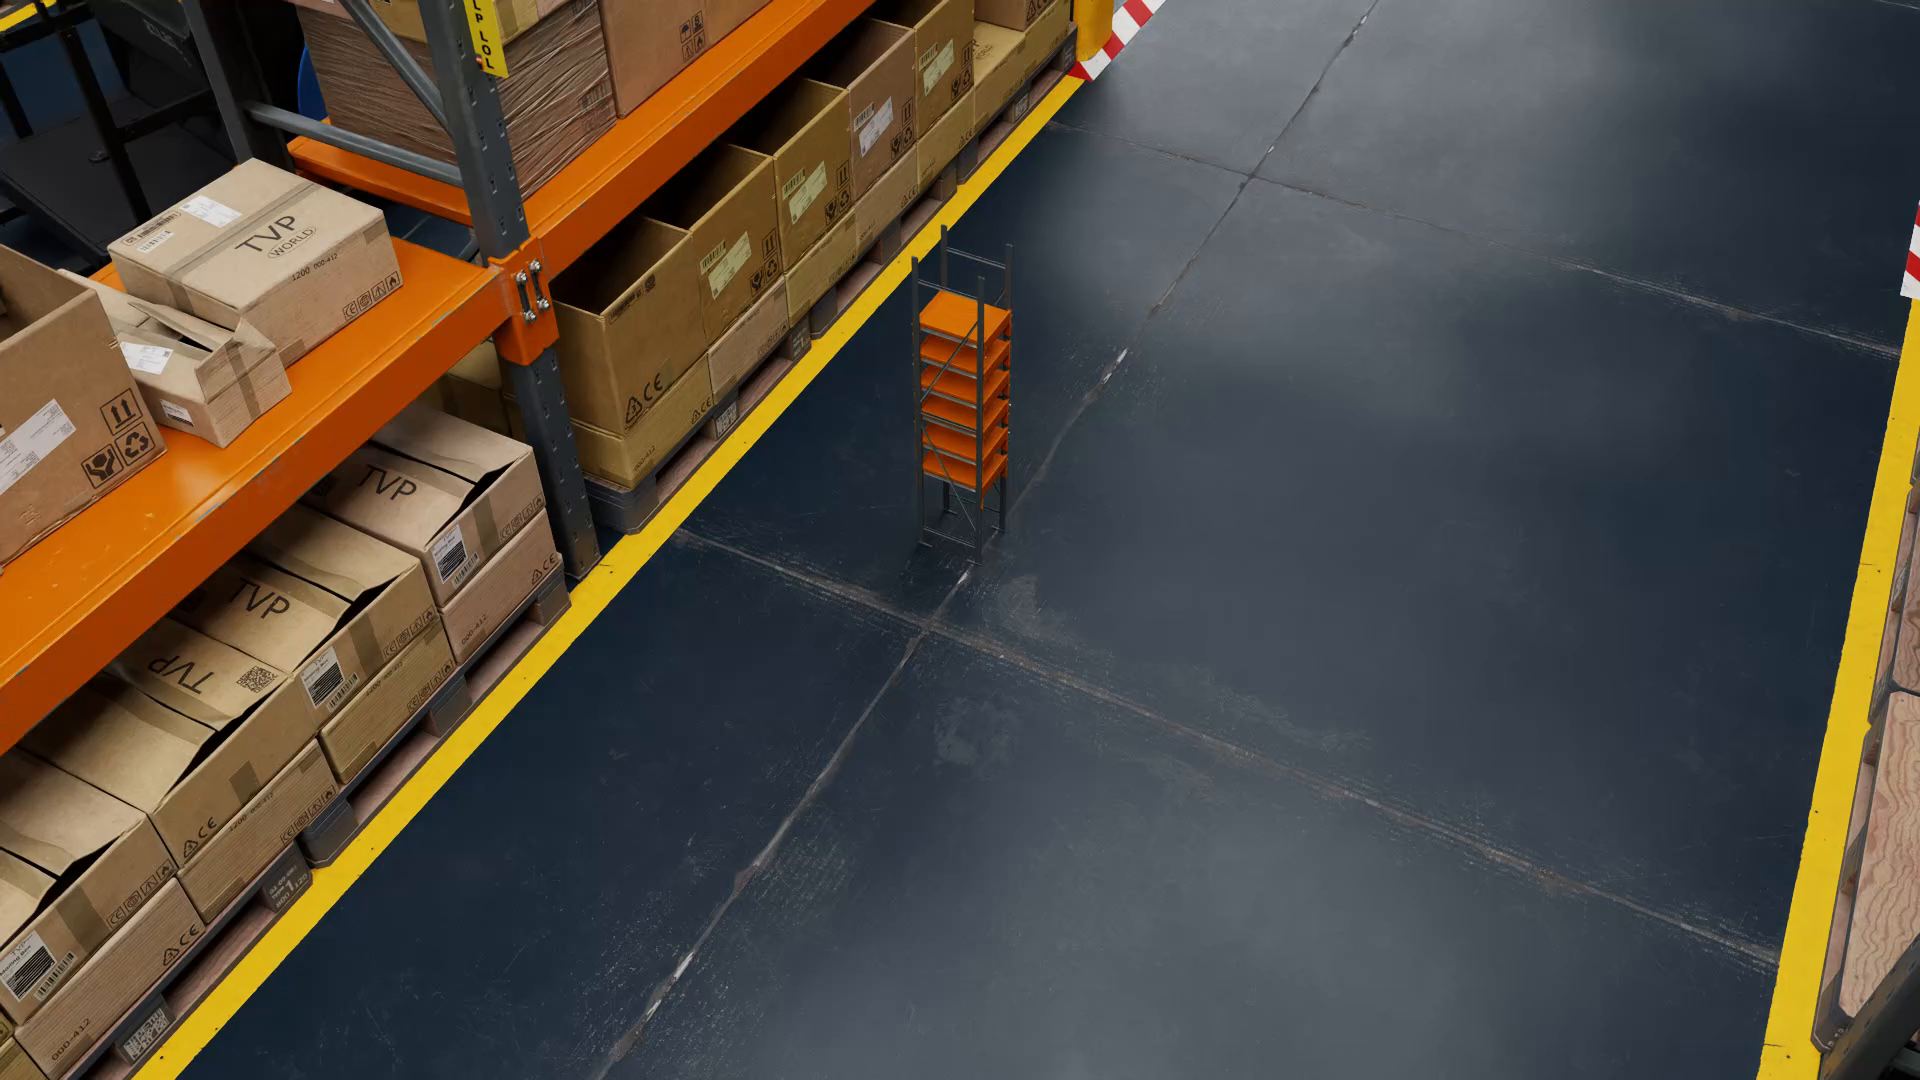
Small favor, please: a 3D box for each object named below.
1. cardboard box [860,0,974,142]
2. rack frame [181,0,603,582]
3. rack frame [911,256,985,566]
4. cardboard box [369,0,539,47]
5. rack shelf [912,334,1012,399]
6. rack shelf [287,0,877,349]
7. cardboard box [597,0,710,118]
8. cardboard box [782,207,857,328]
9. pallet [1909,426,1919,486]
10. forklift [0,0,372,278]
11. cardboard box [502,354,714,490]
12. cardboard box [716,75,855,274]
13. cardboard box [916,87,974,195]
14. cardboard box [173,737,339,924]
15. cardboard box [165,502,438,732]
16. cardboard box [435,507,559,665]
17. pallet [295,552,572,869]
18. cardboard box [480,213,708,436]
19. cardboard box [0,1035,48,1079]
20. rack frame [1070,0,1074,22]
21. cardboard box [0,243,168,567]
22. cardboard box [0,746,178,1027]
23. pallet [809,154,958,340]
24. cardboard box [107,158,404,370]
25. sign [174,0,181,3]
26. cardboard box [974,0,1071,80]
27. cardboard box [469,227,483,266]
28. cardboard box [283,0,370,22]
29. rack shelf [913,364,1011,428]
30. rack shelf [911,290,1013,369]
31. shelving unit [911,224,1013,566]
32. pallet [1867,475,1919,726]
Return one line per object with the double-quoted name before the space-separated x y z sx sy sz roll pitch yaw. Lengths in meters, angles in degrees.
"cardboard box" -0.274 -2.009 6.737 0.500 0.500 0.500 20 49 19
"rack frame" -1.694 -1.115 4.743 1.000 3.000 0.127 20 49 19
"rack frame" -0.036 -0.373 5.275 0.240 1.200 0.006 20 49 19
"cardboard box" -1.398 -1.484 4.581 0.380 0.149 0.250 20 49 19
"rack shelf" 0.007 -0.568 5.193 0.258 0.103 0.180 20 49 19
"rack shelf" -0.766 -2.122 6.245 1.077 0.370 4.000 20 49 19
"cardboard box" -1.255 -1.767 5.317 0.700 0.500 0.500 20 49 19
"cardboard box" -0.737 -1.115 6.381 0.500 0.250 0.500 20 49 19
"pallet" 4.108 -0.474 6.070 1.003 0.211 1.213 20 49 19
"forklift" -3.336 -2.362 6.024 1.130 2.935 3.031 33 54 28
"cardboard box" -1.210 -0.489 5.762 0.500 0.250 0.500 20 49 19
"cardboard box" -0.738 -1.379 6.115 0.500 0.500 0.500 20 49 19
"cardboard box" -0.277 -1.746 7.005 0.500 0.250 0.500 20 49 19
"cardboard box" -2.103 0.701 4.586 0.500 0.250 0.500 21 49 20
"cardboard box" -1.864 0.186 4.701 0.500 0.311 0.500 22 49 20
"cardboard box" -1.630 0.060 5.219 0.500 0.250 0.500 20 49 19
"pallet" -2.002 0.342 5.264 1.003 0.211 1.213 20 49 19
"cardboard box" -1.202 -0.749 5.492 0.500 0.500 0.500 20 49 19
"cardboard box" -2.579 1.344 3.951 0.500 0.250 0.500 19 48 18
"rack frame" 0.163 -3.635 7.234 1.000 3.000 0.127 20 49 19
"cardboard box" -2.310 -0.340 3.907 0.500 0.500 0.500 24 50 22
"cardboard box" -2.335 0.815 4.079 0.500 0.311 0.500 20 49 19
"pallet" -0.723 -1.394 6.979 1.003 0.211 1.213 20 49 19
"cardboard box" -1.884 -0.738 4.476 0.500 0.250 0.500 23 50 21
"sign" -2.187 -1.630 4.588 0.100 0.325 0.005 20 49 19
"cardboard box" 0.175 -2.381 7.632 0.500 0.250 0.500 20 49 19
"cardboard box" -1.430 -1.236 5.973 0.500 0.500 0.500 20 49 19
"cardboard box" -1.758 -1.621 4.716 0.380 0.149 0.250 20 49 19
"rack shelf" 0.007 -0.484 5.279 0.258 0.103 0.180 20 49 19
"rack shelf" 0.007 -0.653 5.108 0.258 0.103 0.180 20 49 19
"shelving unit" 0.007 -0.431 5.332 0.258 1.200 0.189 20 49 19
"pallet" 3.541 0.292 5.313 1.003 0.211 1.213 20 49 19
